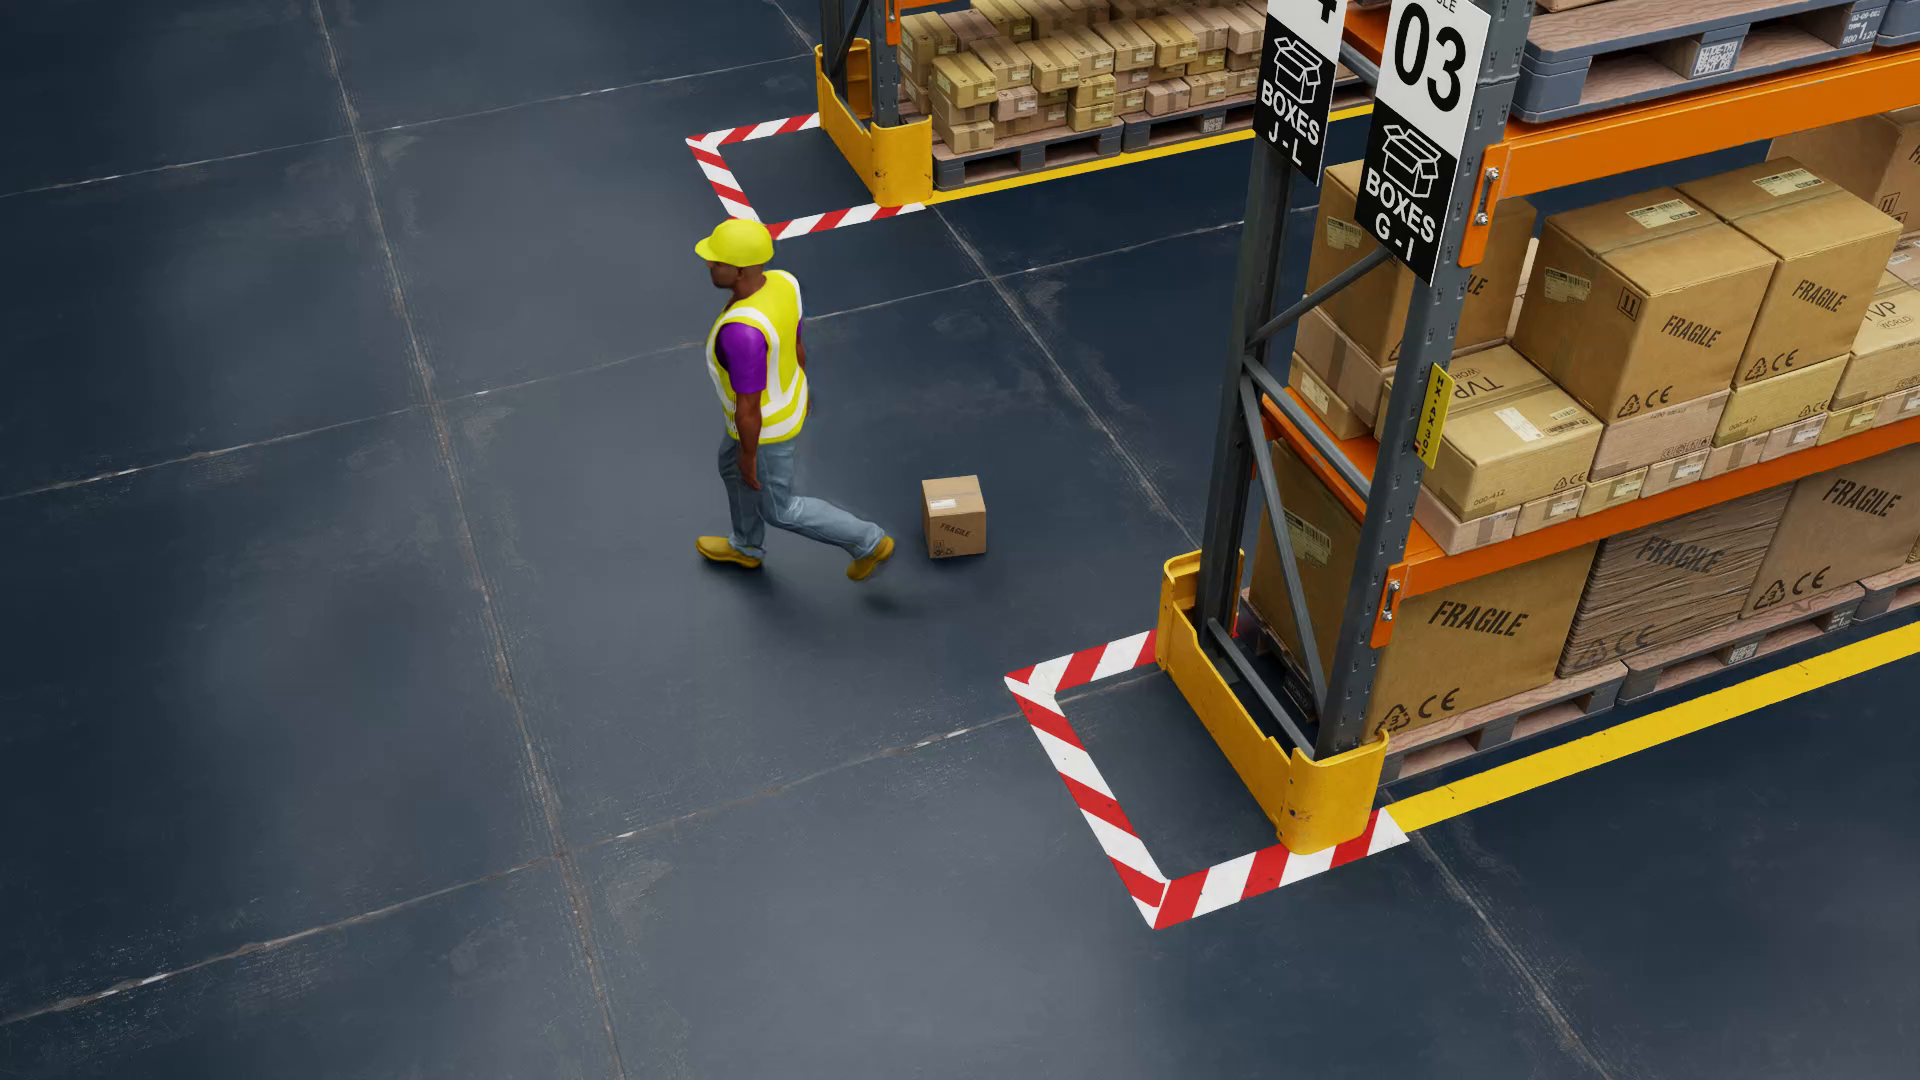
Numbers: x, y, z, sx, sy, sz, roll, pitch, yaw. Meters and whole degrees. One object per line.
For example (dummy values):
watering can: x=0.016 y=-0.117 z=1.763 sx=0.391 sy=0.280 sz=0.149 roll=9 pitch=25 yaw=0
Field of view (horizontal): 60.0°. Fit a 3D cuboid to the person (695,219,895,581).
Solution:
person: x=-0.722 y=-0.502 z=6.712 sx=0.921 sy=1.735 sz=0.610 roll=5 pitch=42 yaw=5
